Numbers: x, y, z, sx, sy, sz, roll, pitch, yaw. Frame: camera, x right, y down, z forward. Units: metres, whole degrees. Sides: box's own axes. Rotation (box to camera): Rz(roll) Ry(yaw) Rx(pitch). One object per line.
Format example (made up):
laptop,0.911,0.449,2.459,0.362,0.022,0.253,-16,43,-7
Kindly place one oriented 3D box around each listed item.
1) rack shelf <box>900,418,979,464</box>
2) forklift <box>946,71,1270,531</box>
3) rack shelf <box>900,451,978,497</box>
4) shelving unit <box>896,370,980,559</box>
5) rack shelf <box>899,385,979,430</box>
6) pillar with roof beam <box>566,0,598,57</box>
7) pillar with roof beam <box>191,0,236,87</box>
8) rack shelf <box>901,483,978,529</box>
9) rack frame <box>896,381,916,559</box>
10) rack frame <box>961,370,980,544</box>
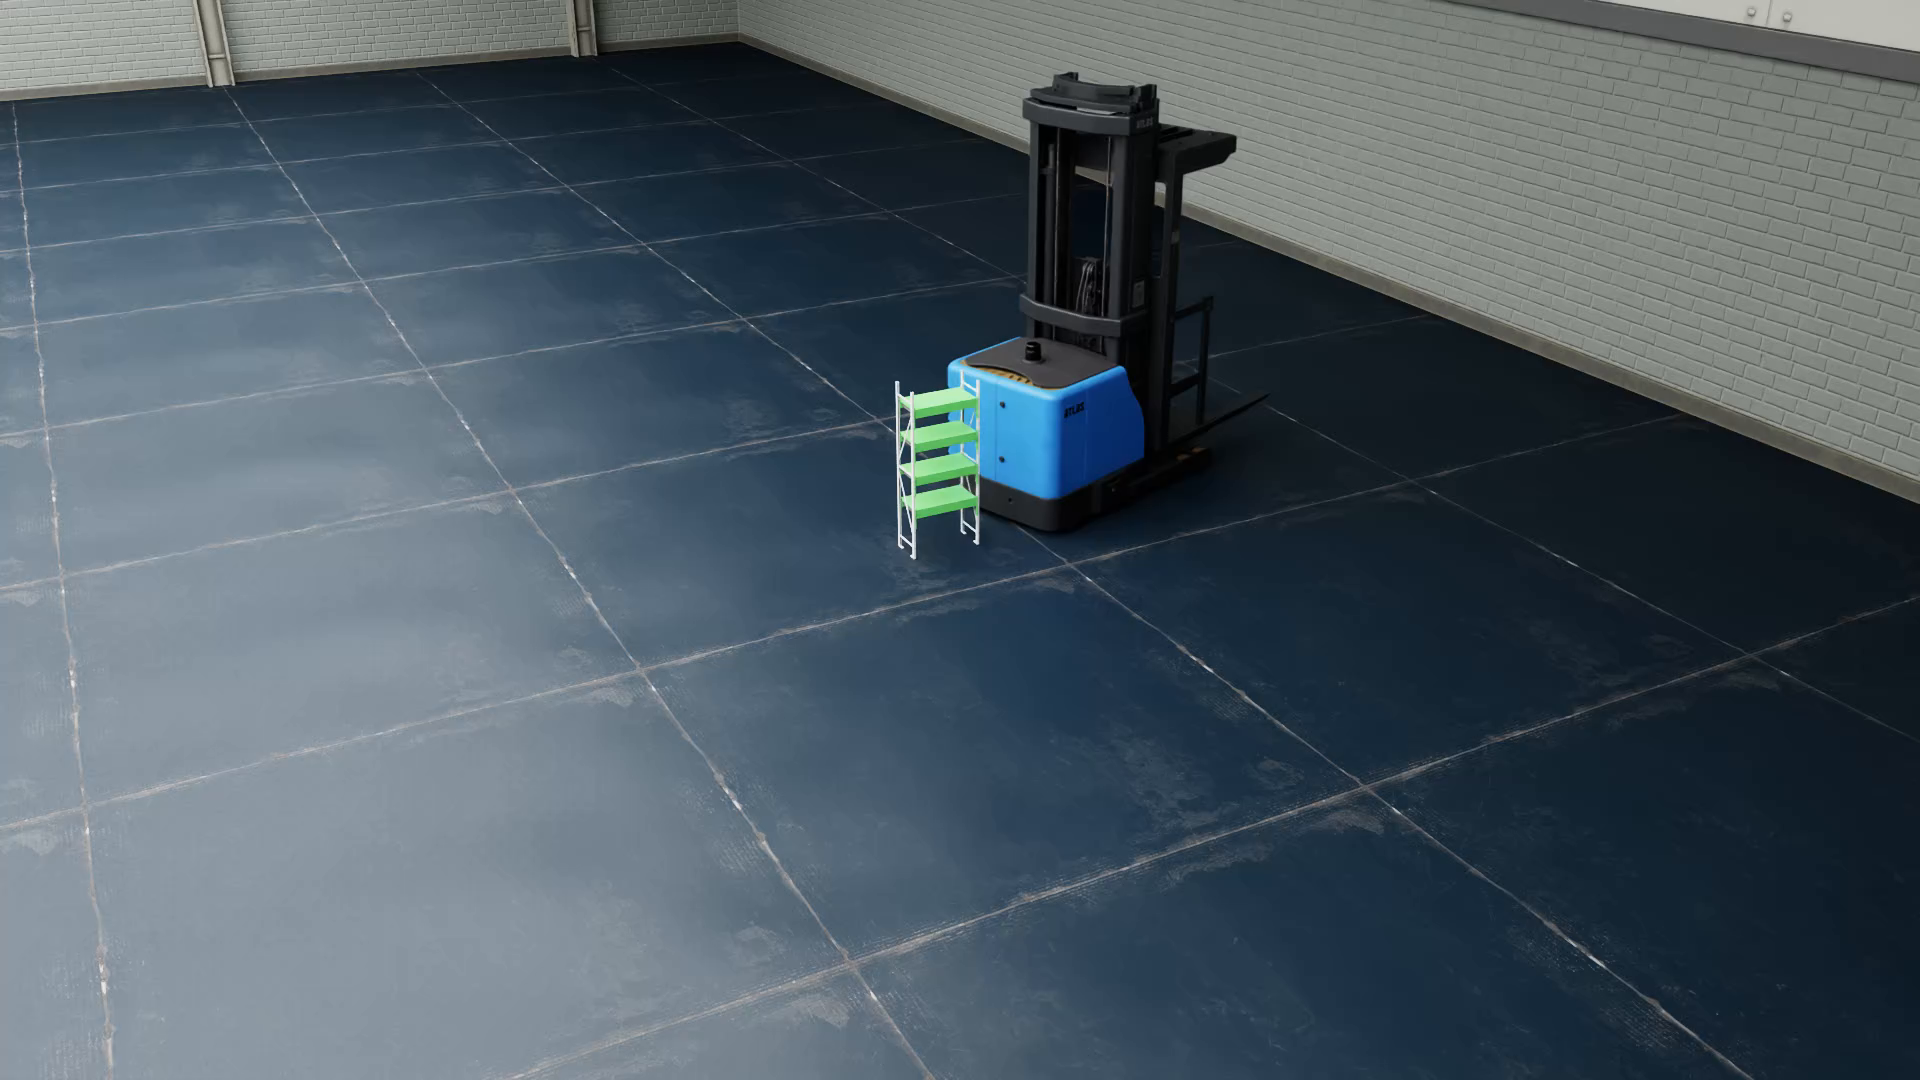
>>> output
rack shelf,-0.146,-0.666,11.146,0.480,0.148,0.258,-13,29,-25
forklift,1.262,-1.934,12.195,1.130,2.935,3.031,21,33,37
rack shelf,-0.146,-0.450,11.250,0.480,0.148,0.258,-13,29,-25
shelving unit,-0.146,-0.507,11.222,0.503,1.200,0.258,-13,29,-25
rack shelf,-0.146,-0.882,11.042,0.480,0.148,0.258,-13,29,-25
pillar with roof beam,-4.624,-11.000,24.067,0.400,9.000,9.100,-13,29,-25
pillar with roof beam,-9.918,-9.778,21.521,0.400,9.000,9.100,-13,29,-25
rack shelf,-0.146,-0.233,11.354,0.480,0.148,0.258,-13,29,-25
rack frame,-0.361,-0.457,11.119,0.015,1.200,0.240,-13,29,-25
rack frame,0.069,-0.557,11.326,0.015,1.200,0.240,-13,29,-25
